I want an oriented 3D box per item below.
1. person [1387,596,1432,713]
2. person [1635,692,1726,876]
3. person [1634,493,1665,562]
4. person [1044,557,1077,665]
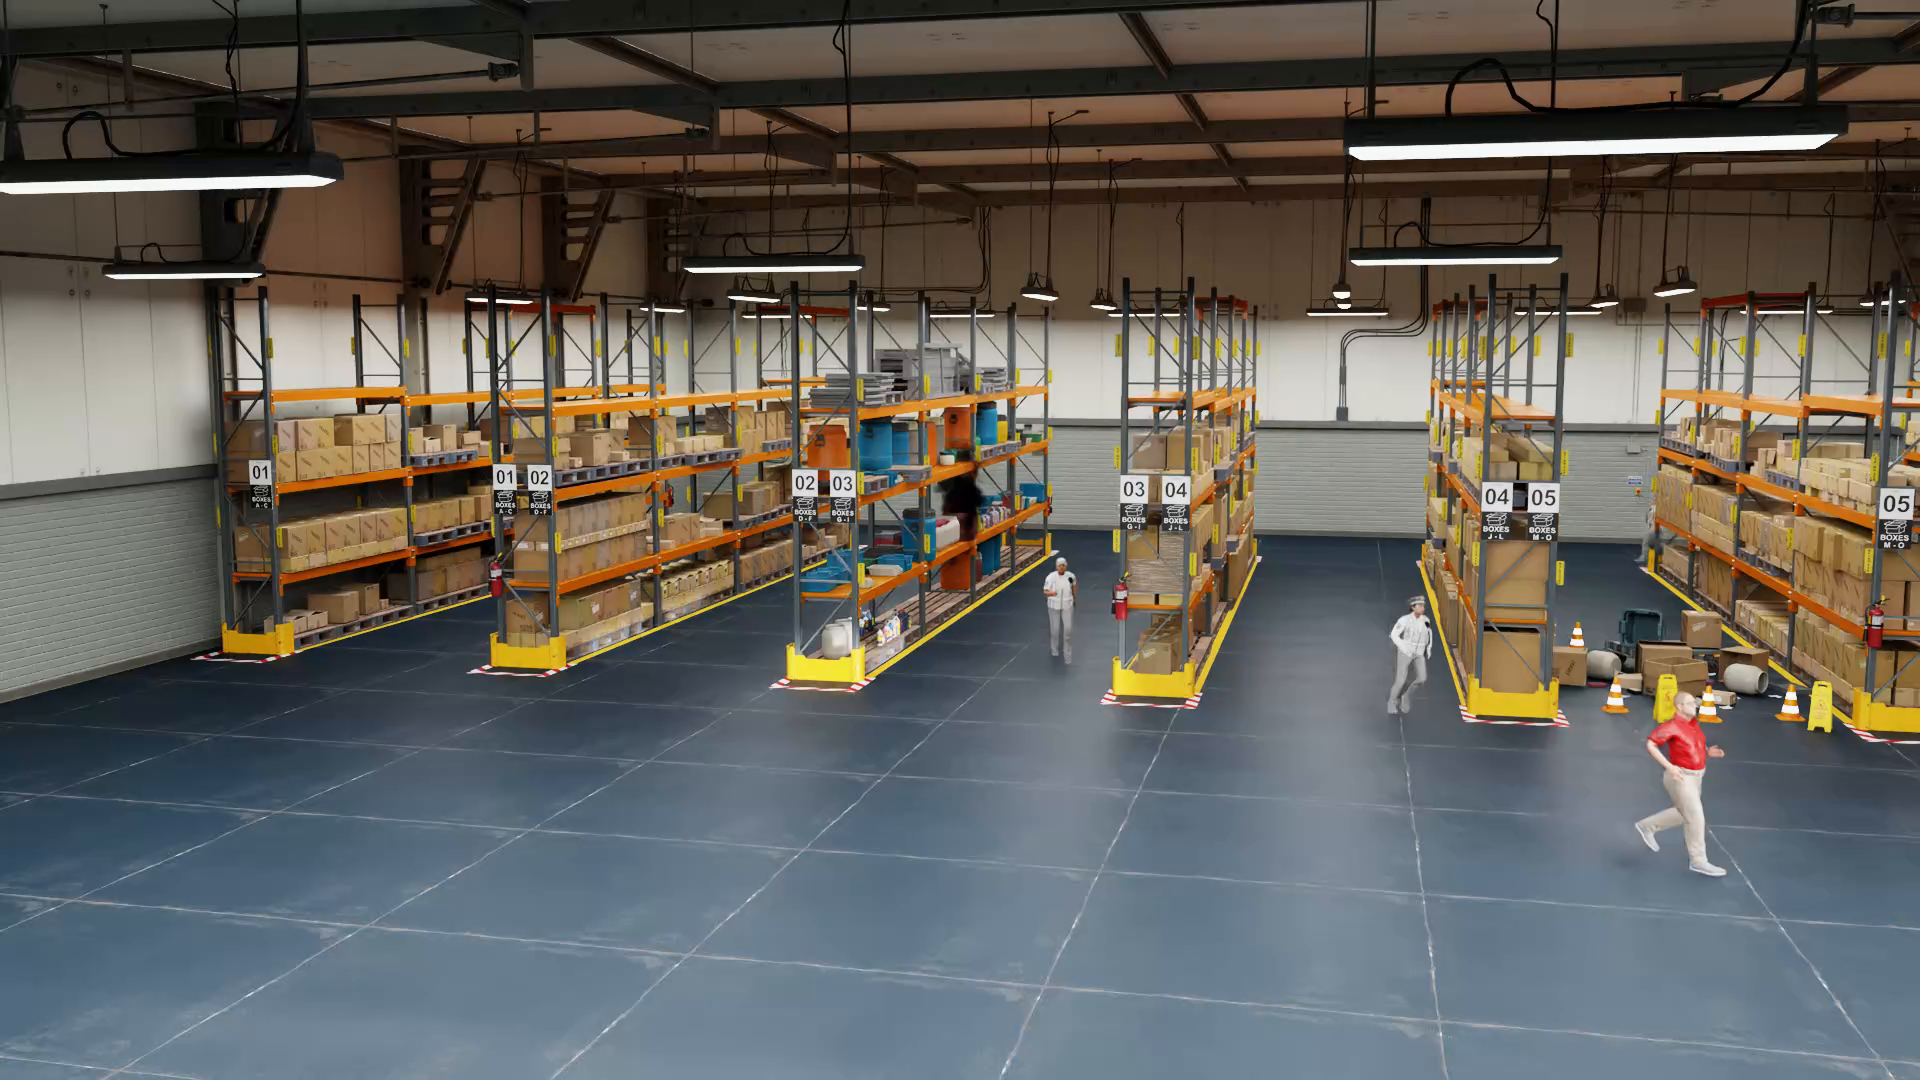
[{"bbox_3d":[6.198,1.571,22.799,0.610,1.637,0.564,-1,7,-9],"label":"person"},{"bbox_3d":[6.959,2.307,16.037,0.672,1.700,0.953,-6,9,-43],"label":"person"},{"bbox_3d":[16.092,-0.266,38.620,0.866,1.657,0.673,5,8,35],"label":"person"},{"bbox_3d":[1.613,1.121,26.680,0.550,1.715,0.821,0,7,2],"label":"person"}]
